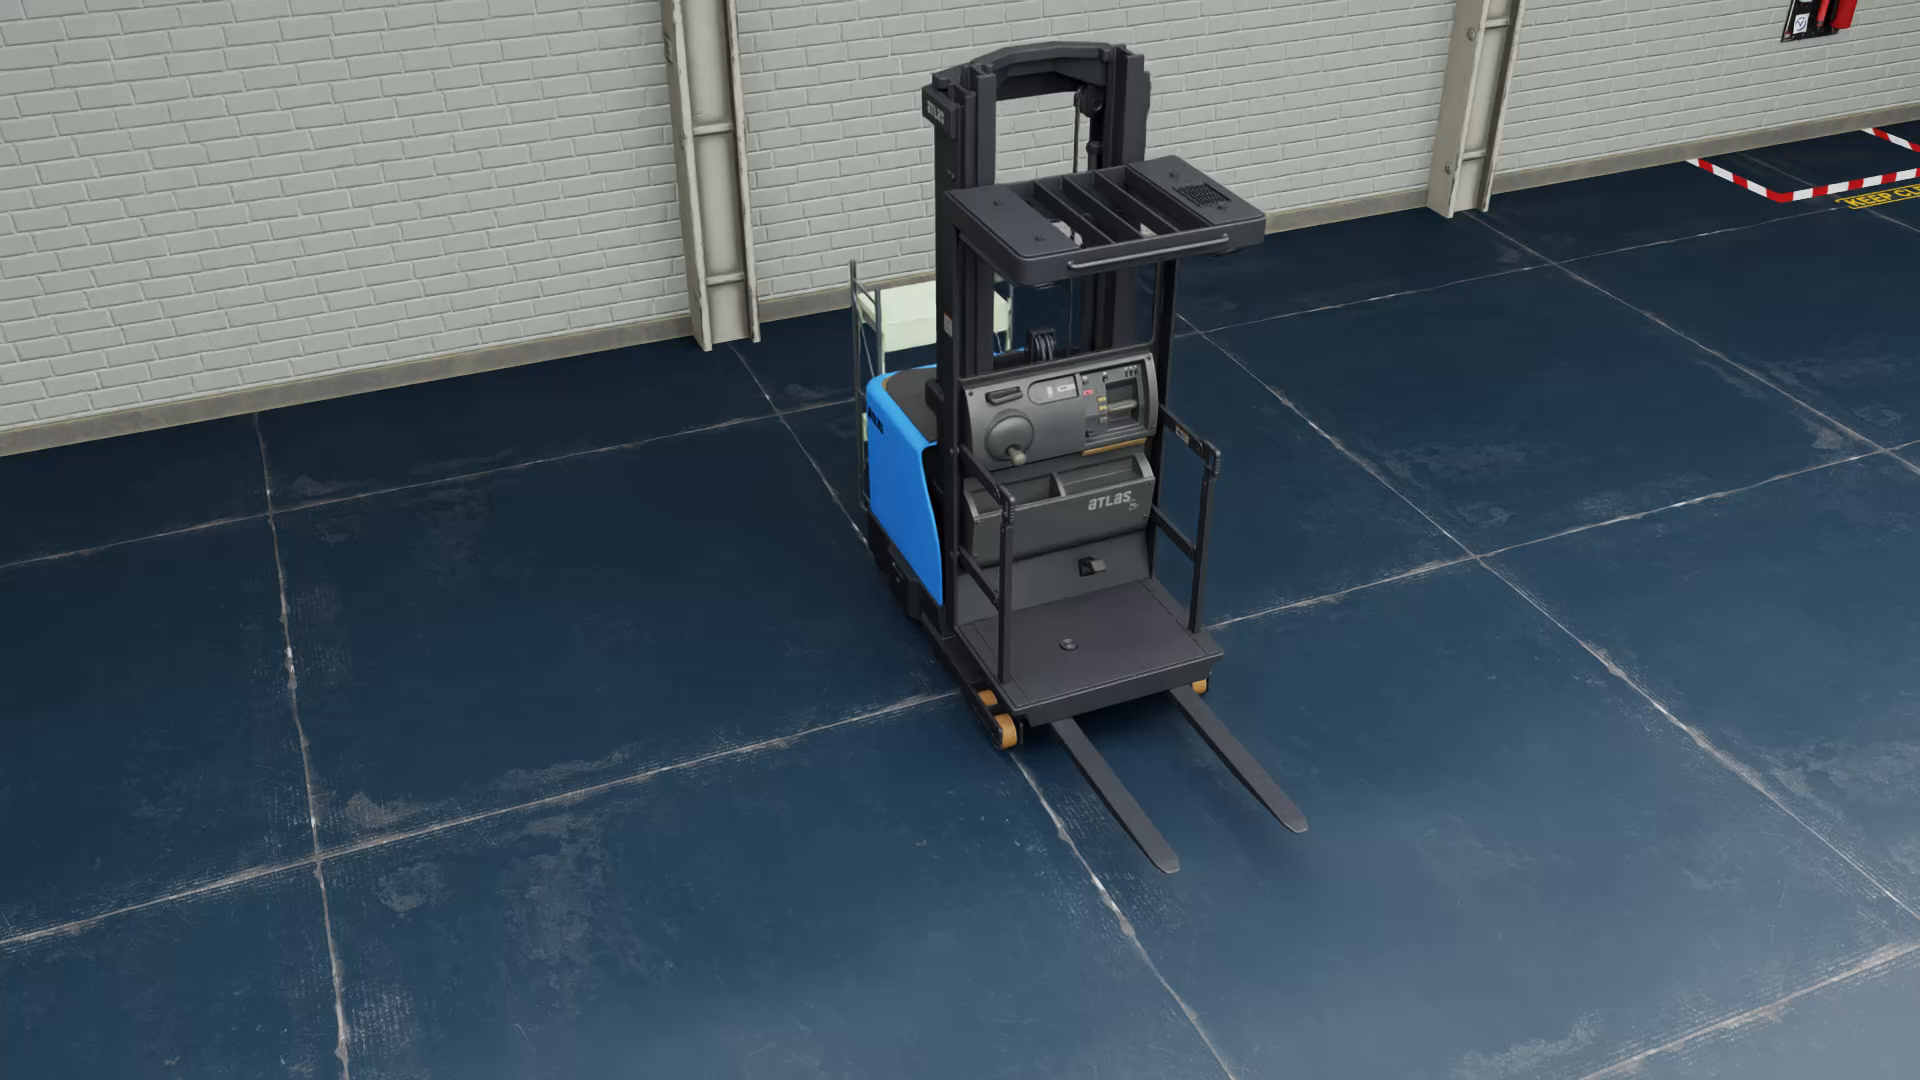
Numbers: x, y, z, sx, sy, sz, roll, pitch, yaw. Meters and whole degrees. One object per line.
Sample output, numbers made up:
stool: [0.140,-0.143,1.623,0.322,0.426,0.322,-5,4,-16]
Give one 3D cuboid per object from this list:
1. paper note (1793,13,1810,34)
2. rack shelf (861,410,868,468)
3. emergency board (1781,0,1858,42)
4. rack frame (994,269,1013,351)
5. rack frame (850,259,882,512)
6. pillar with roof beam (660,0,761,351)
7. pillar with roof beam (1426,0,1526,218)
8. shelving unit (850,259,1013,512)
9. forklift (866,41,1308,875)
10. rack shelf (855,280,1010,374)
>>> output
paper note: [6.996,-4.294,13.825,0.142,0.148,0.016,-13,35,-19]
rack shelf: [-0.149,-0.536,9.215,0.720,0.370,0.431,-13,35,-19]
emergency board: [7.185,-4.666,13.589,0.643,1.169,0.194,-13,35,-19]
rack frame: [0.187,-0.888,9.157,0.023,1.500,0.400,-13,35,-19]
rack frame: [-0.486,-0.731,8.916,0.023,1.500,0.400,-13,35,-19]
pillar with roof beam: [0.081,-2.985,5.504,0.400,9.000,9.100,-13,35,-19]
pillar with roof beam: [5.613,-4.252,7.451,0.400,9.000,9.100,-13,35,-19]
shelving unit: [-0.149,-0.810,9.037,0.755,1.500,0.431,-13,35,-19]
forklift: [0.548,-0.528,7.291,1.130,2.935,3.031,-13,35,-19]
rack shelf: [-0.149,-1.137,8.824,0.720,0.370,0.431,-13,35,-19]
